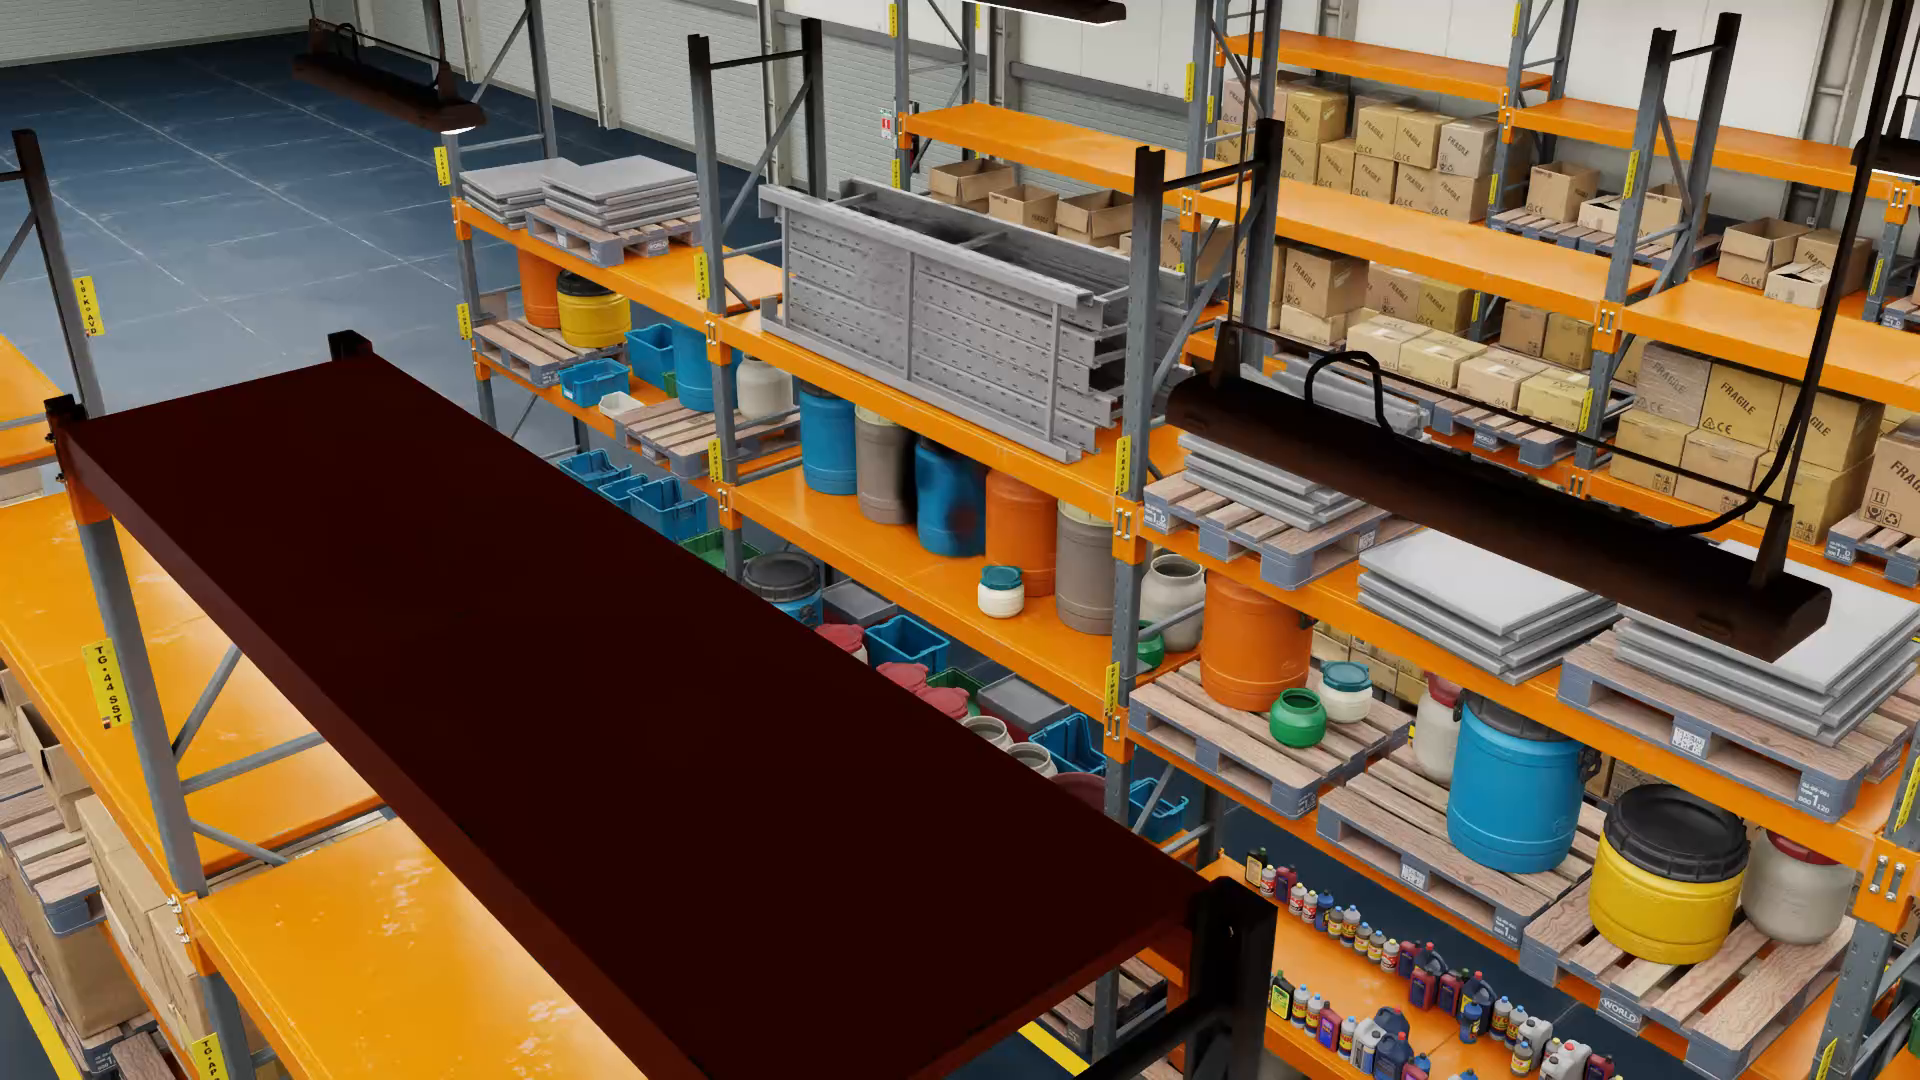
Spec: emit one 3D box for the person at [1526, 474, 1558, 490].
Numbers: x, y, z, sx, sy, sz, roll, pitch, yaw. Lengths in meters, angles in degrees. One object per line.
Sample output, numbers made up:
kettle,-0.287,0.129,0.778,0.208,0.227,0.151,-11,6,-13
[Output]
person,5.813,-0.254,16.341,0.763,1.564,0.624,9,28,18
